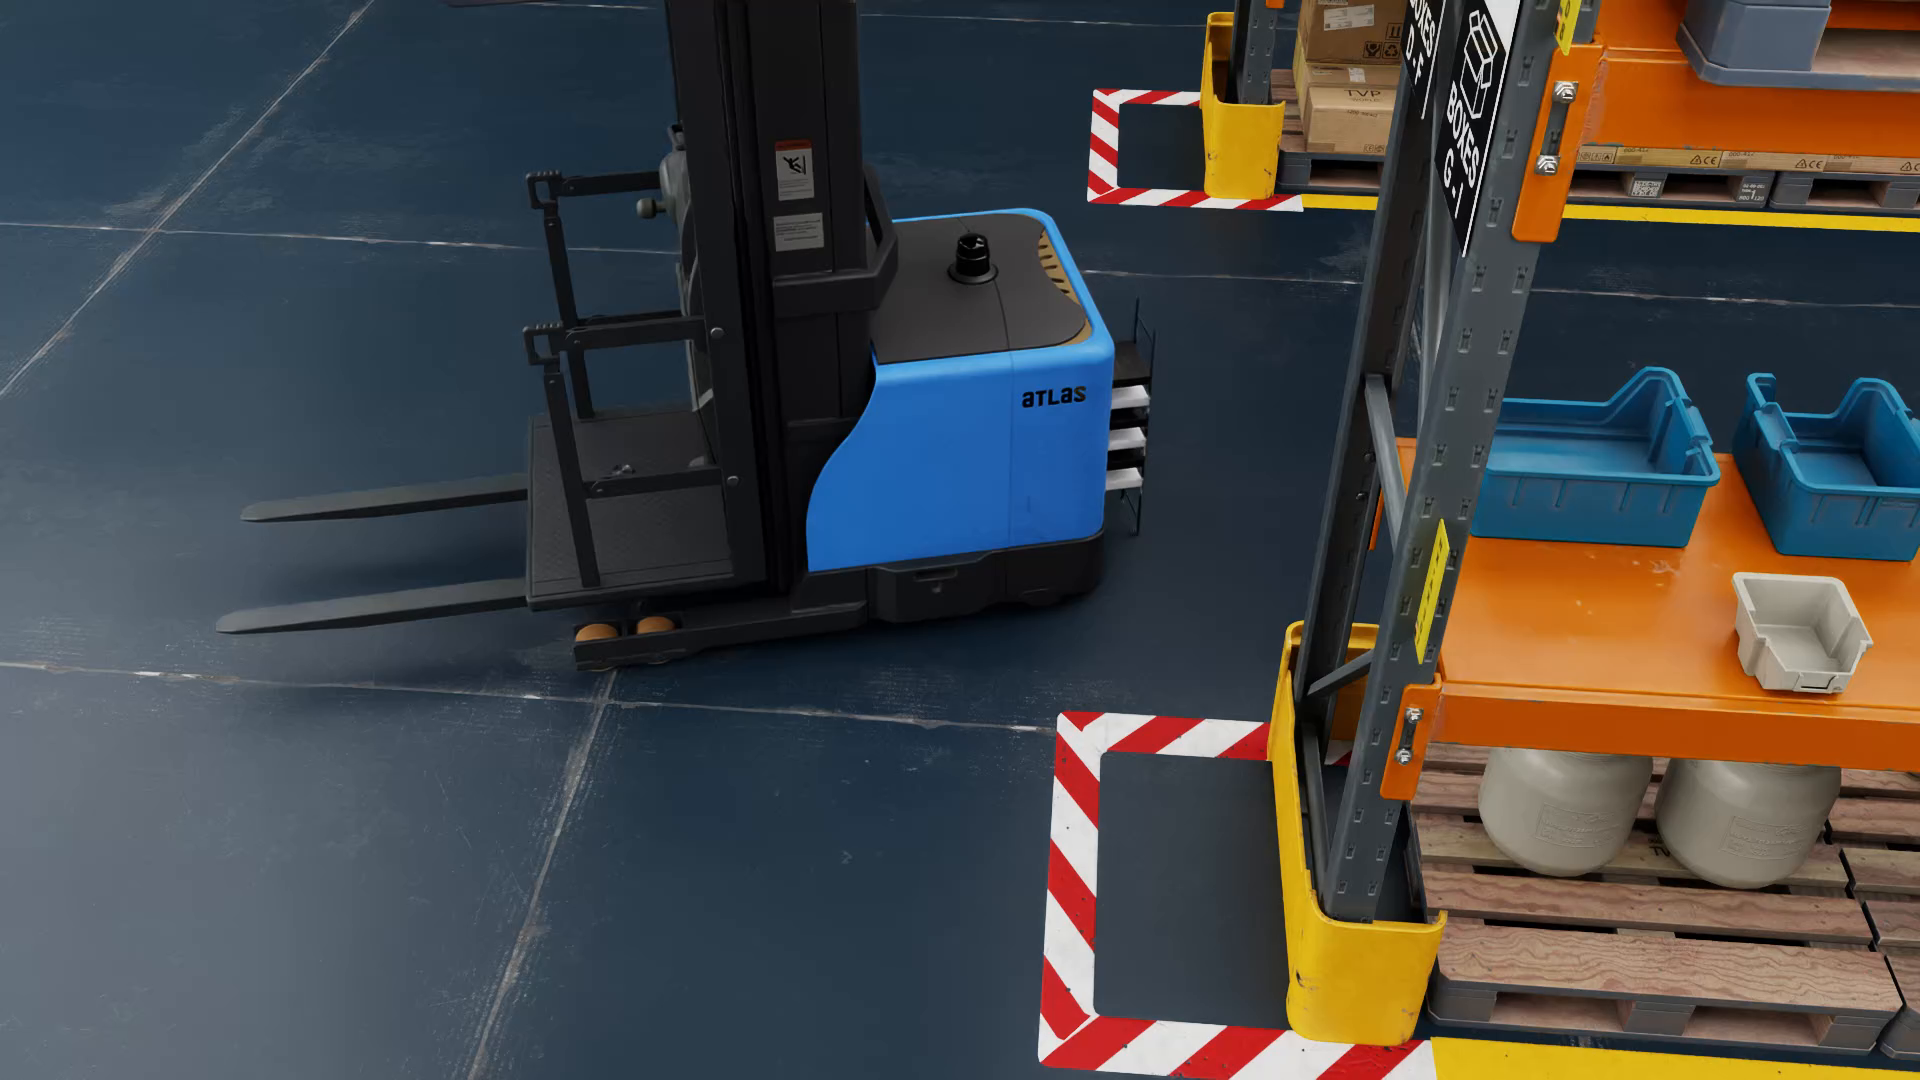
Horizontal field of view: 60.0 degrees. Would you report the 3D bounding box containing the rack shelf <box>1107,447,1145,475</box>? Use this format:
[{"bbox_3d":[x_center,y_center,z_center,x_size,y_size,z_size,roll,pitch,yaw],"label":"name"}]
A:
[{"bbox_3d":[0.550,-0.331,6.139,0.200,0.077,0.258,-7,40,-8],"label":"rack shelf"}]

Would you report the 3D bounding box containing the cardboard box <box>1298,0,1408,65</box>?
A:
[{"bbox_3d":[2.039,-2.787,8.549,0.500,0.500,0.500,3,39,4],"label":"cardboard box"}]

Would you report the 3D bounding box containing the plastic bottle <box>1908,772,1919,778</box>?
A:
[{"bbox_3d":[2.915,0.612,4.990,0.097,0.201,0.097,0,39,0],"label":"plastic bottle"}]

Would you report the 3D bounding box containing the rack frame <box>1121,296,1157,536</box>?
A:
[{"bbox_3d":[0.650,-0.439,6.076,0.006,0.900,0.240,-7,40,-8],"label":"rack frame"}]

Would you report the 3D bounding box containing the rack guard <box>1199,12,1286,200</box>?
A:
[{"bbox_3d":[1.455,-2.273,8.647,0.348,0.500,1.175,3,39,4],"label":"rack guard"}]

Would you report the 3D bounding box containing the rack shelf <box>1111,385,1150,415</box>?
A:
[{"bbox_3d":[0.550,-0.540,5.968,0.200,0.077,0.258,-7,40,-8],"label":"rack shelf"}]

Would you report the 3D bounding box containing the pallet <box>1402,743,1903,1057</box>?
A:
[{"bbox_3d":[1.936,0.977,4.882,1.213,0.211,1.003,3,39,4],"label":"pallet"}]

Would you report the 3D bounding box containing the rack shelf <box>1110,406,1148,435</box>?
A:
[{"bbox_3d":[0.550,-0.470,6.025,0.200,0.077,0.258,-7,40,-8],"label":"rack shelf"}]

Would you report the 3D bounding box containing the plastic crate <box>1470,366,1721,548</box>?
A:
[{"bbox_3d":[1.572,-0.230,4.274,0.616,0.251,0.499,3,39,4],"label":"plastic crate"}]

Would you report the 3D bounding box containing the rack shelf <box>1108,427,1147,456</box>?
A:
[{"bbox_3d":[0.550,-0.400,6.082,0.200,0.077,0.258,-7,40,-8],"label":"rack shelf"}]

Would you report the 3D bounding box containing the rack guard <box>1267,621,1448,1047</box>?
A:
[{"bbox_3d":[1.127,0.818,4.850,0.348,0.500,1.175,3,39,4],"label":"rack guard"}]

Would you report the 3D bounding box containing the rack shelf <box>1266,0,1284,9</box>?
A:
[{"bbox_3d":[3.471,-2.854,7.950,4.000,0.370,1.077,3,39,4],"label":"rack shelf"}]

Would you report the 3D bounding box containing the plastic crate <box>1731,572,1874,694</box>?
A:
[{"bbox_3d":[1.911,0.227,3.804,0.250,0.136,0.298,3,39,4],"label":"plastic crate"}]

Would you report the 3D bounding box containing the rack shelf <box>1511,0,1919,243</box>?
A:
[{"bbox_3d":[3.040,-0.902,3.176,4.000,0.370,1.077,3,39,4],"label":"rack shelf"}]

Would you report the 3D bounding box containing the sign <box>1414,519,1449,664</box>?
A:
[{"bbox_3d":[0.996,0.112,3.517,0.005,0.325,0.100,3,39,4],"label":"sign"}]

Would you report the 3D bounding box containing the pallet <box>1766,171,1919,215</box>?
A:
[{"bbox_3d":[4.675,-2.012,8.554,1.213,0.211,1.003,3,39,4],"label":"pallet"}]

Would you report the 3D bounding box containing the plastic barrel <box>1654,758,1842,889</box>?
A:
[{"bbox_3d":[2.209,0.691,4.664,0.421,0.512,0.421,0,39,0],"label":"plastic barrel"}]

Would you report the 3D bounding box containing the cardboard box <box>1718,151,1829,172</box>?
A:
[{"bbox_3d":[3.986,-2.059,8.249,0.500,0.250,0.500,3,39,4],"label":"cardboard box"}]

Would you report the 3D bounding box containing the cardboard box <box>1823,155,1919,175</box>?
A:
[{"bbox_3d":[4.486,-2.041,8.227,0.500,0.250,0.500,3,39,4],"label":"cardboard box"}]

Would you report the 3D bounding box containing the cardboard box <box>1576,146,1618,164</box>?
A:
[{"bbox_3d":[2.990,-2.116,8.320,0.500,0.250,0.500,3,39,4],"label":"cardboard box"}]

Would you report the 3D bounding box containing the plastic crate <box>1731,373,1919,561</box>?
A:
[{"bbox_3d":[2.219,-0.191,4.226,0.408,0.251,0.499,3,39,4],"label":"plastic crate"}]

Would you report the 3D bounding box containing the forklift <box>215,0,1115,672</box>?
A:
[{"bbox_3d":[-1.053,-1.049,5.217,3.031,2.935,1.130,-7,40,-8],"label":"forklift"}]

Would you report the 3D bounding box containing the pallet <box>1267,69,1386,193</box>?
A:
[{"bbox_3d":[2.244,-2.145,8.718,1.213,0.211,1.003,3,39,4],"label":"pallet"}]

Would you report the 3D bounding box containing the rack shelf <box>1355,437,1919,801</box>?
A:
[{"bbox_3d":[3.040,0.261,4.123,4.000,0.370,1.077,3,39,4],"label":"rack shelf"}]

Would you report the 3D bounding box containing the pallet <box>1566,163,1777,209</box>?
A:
[{"bbox_3d":[3.456,-2.077,8.634,1.213,0.211,1.003,3,39,4],"label":"pallet"}]

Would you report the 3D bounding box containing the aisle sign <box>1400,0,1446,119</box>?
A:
[{"bbox_3d":[1.002,-1.325,3.443,0.004,0.787,0.394,3,39,4],"label":"aisle sign"}]

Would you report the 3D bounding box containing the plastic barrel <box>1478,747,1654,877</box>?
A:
[{"bbox_3d":[1.710,0.663,4.697,0.421,0.512,0.421,0,39,0],"label":"plastic barrel"}]

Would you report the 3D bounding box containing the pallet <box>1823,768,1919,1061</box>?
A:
[{"bbox_3d":[3.148,1.045,4.799,1.213,0.211,1.003,3,39,4],"label":"pallet"}]

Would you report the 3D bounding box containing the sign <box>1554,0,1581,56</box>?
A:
[{"bbox_3d":[0.996,-0.948,2.655,0.005,0.325,0.100,3,39,4],"label":"sign"}]

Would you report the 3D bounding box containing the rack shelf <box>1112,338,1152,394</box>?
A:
[{"bbox_3d":[0.550,-0.610,5.912,0.200,0.077,0.258,-7,40,-8],"label":"rack shelf"}]

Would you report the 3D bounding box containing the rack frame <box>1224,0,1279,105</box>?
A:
[{"bbox_3d":[1.479,-3.242,7.856,0.127,3.000,1.000,3,39,4],"label":"rack frame"}]

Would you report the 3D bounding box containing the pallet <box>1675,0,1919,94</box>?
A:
[{"bbox_3d":[1.863,-1.110,3.011,1.213,0.211,1.003,3,39,4],"label":"pallet"}]

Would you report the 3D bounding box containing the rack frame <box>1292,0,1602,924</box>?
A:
[{"bbox_3d":[1.048,-0.126,4.029,0.127,3.000,1.000,3,39,4],"label":"rack frame"}]

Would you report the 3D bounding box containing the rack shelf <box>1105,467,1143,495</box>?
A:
[{"bbox_3d":[0.550,-0.261,6.196,0.200,0.077,0.258,-7,40,-8],"label":"rack shelf"}]

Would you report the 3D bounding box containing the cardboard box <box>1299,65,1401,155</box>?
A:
[{"bbox_3d":[1.994,-2.169,8.384,0.500,0.250,0.500,3,39,4],"label":"cardboard box"}]

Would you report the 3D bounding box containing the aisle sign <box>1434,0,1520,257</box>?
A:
[{"bbox_3d":[0.951,-0.954,2.987,0.004,0.787,0.394,3,39,4],"label":"aisle sign"}]

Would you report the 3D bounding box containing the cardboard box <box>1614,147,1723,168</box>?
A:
[{"bbox_3d":[3.488,-2.086,8.282,0.500,0.250,0.500,3,39,4],"label":"cardboard box"}]

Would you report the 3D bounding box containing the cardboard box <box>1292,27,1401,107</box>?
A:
[{"bbox_3d":[2.039,-2.495,8.784,0.500,0.250,0.500,3,39,4],"label":"cardboard box"}]

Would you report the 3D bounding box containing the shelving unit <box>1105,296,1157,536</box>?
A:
[{"bbox_3d":[0.550,-0.426,6.061,0.210,0.900,0.258,-7,40,-8],"label":"shelving unit"}]
